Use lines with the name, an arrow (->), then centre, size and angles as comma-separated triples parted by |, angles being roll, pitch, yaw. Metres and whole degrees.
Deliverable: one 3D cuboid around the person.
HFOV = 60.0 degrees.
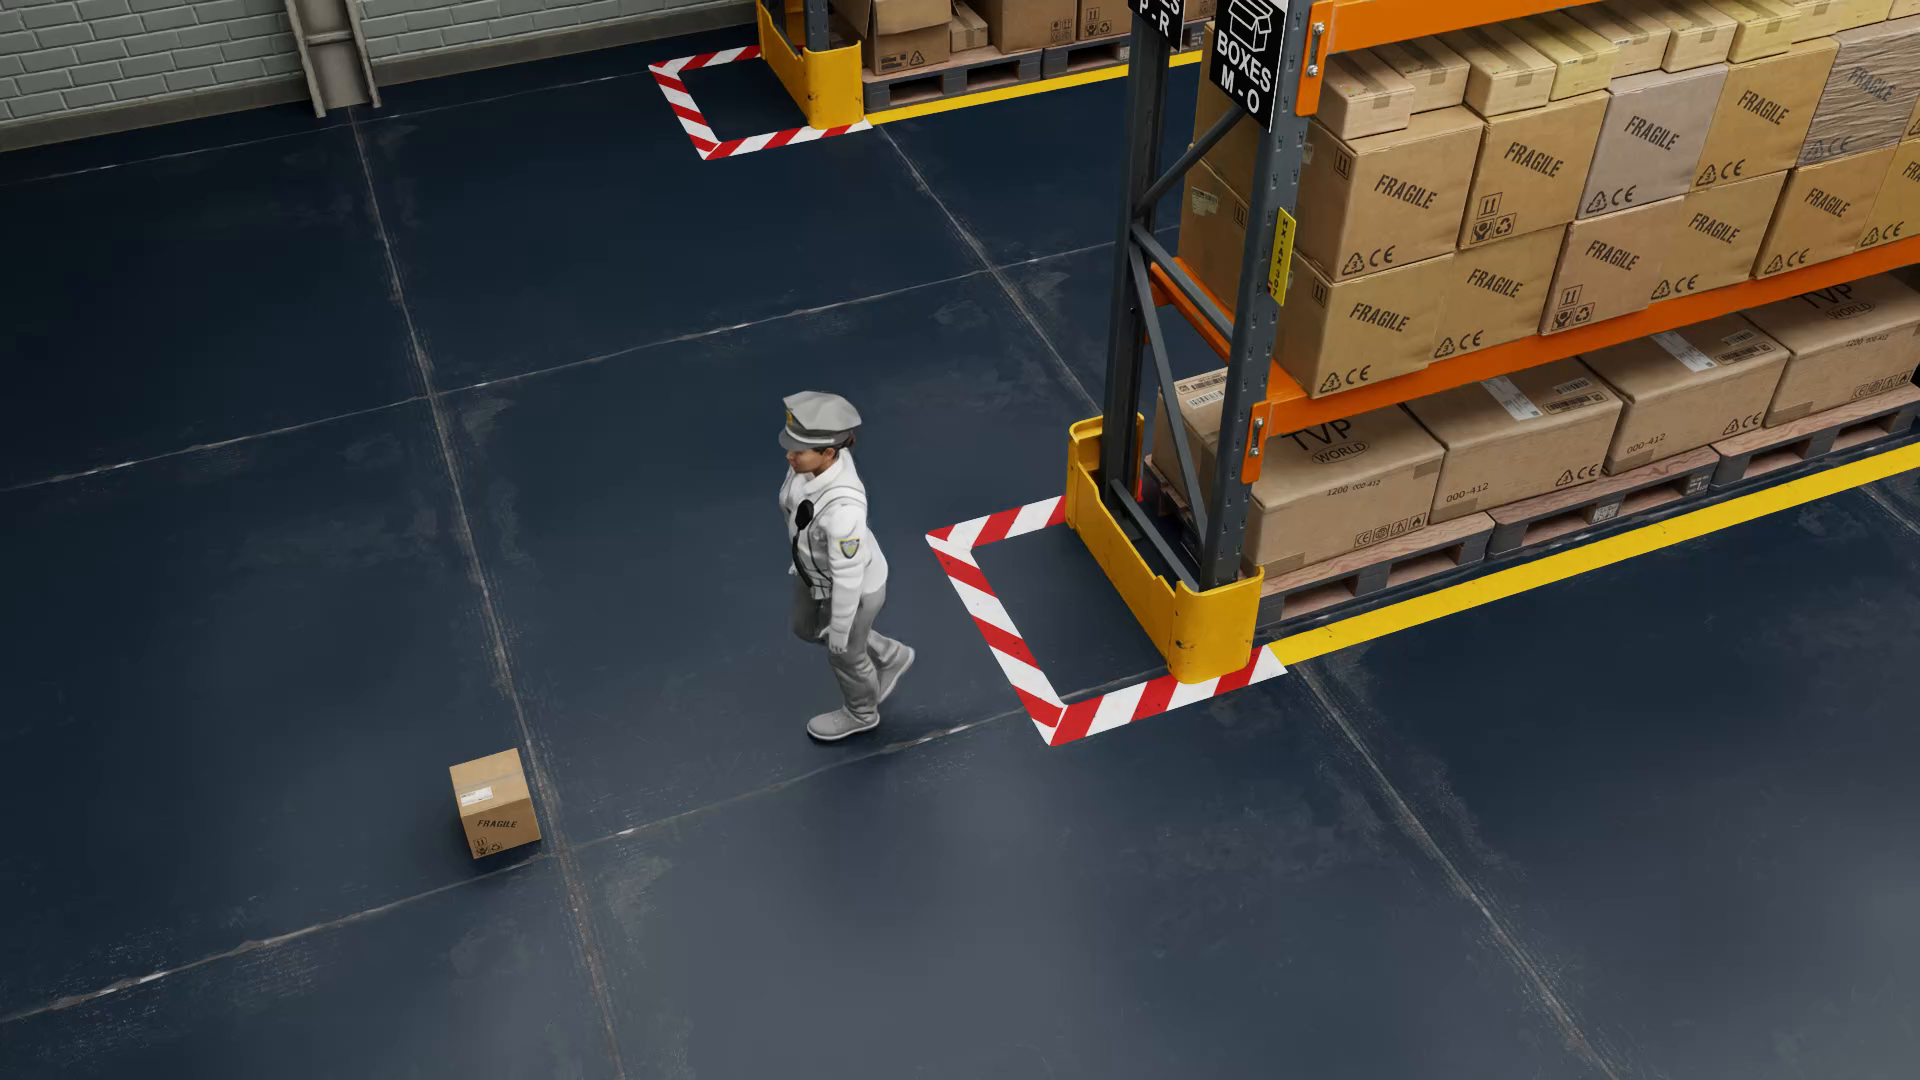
person -> -0.374, 0.137, 5.972 | 0.489, 1.674, 0.538 | -11, 43, -12
